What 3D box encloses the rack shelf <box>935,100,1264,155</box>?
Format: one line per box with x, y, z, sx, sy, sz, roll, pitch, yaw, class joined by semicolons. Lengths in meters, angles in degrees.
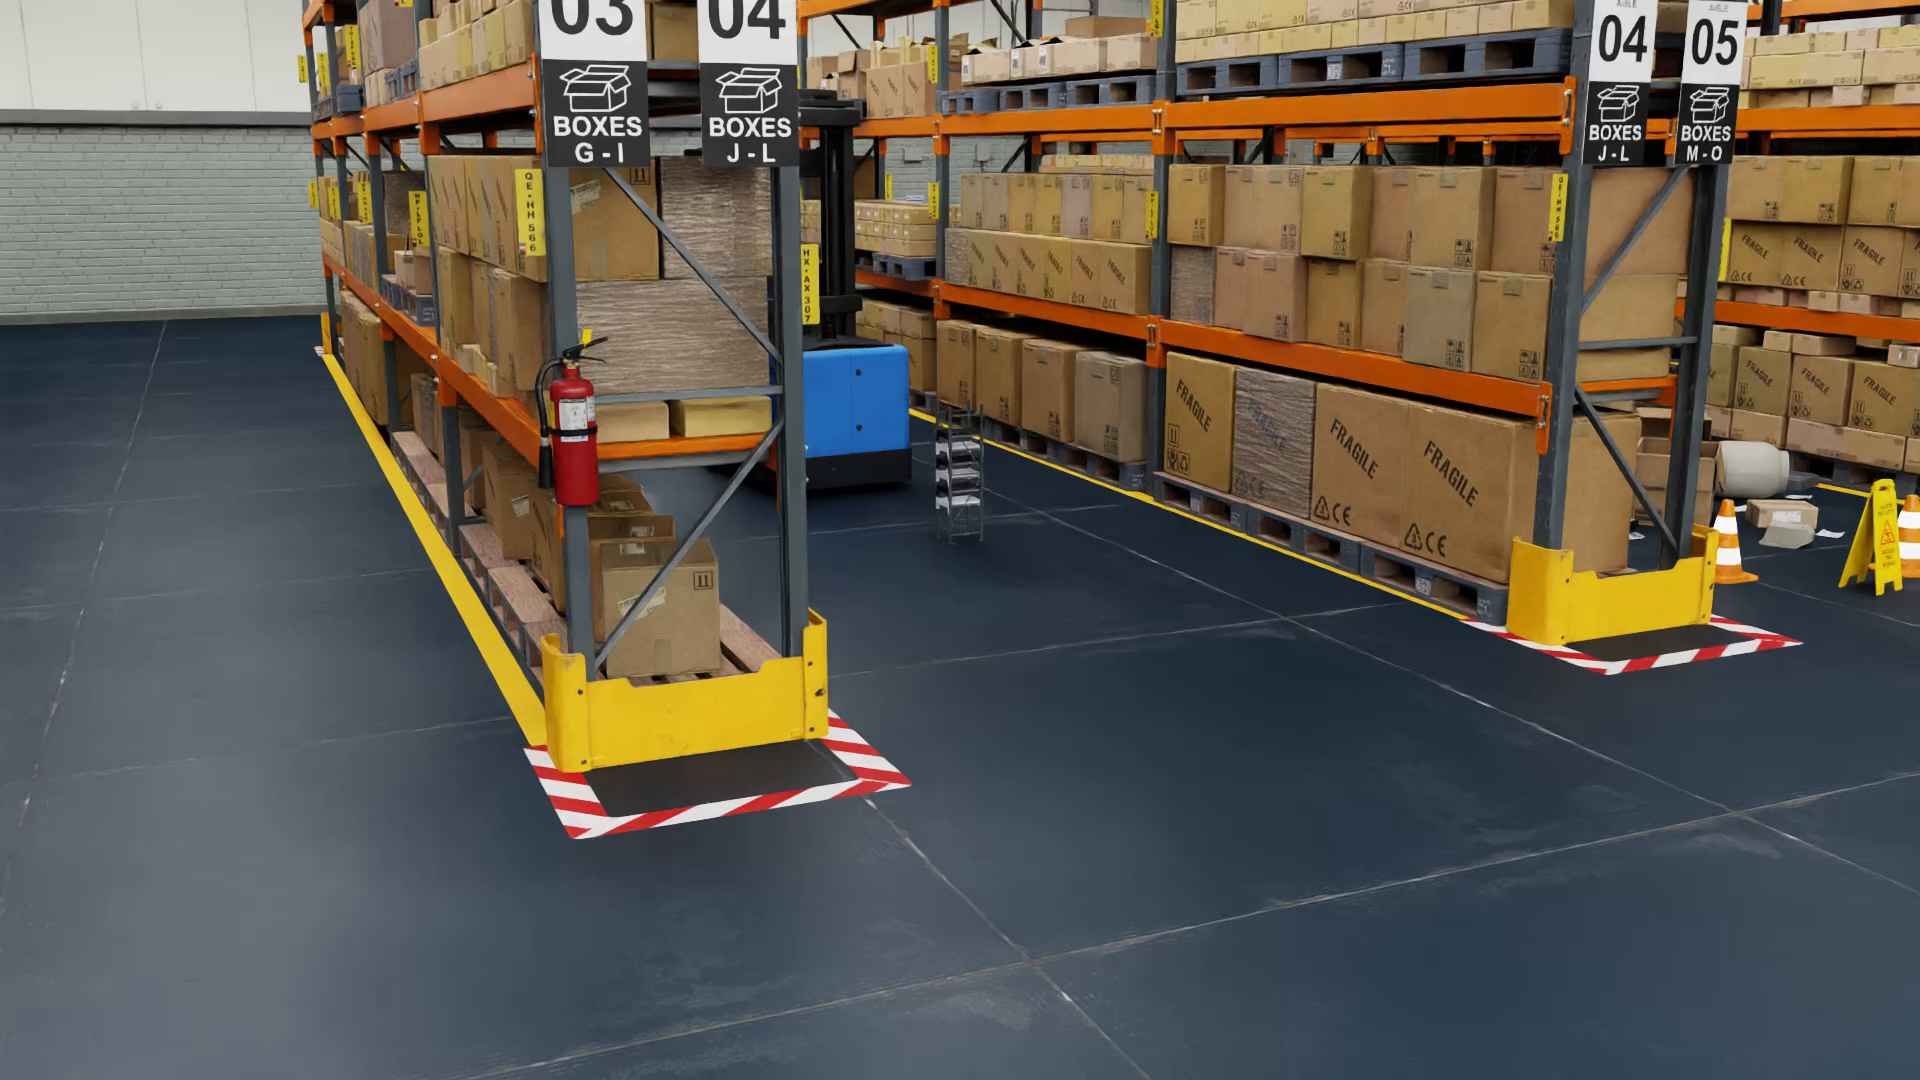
1.056;-3.358;13.671;1.077;0.370;4.000;-6;14;-23;rack shelf

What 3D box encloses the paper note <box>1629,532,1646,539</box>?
4.404;-0.029;10.932;0.144;0.017;0.142;-1;13;-4;paper note

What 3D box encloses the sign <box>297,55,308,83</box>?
-8.045;-5.763;20.353;0.100;0.325;0.005;-6;14;-23;sign

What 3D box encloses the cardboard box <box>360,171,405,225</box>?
-5.404;-3.323;16.130;0.797;0.503;0.637;-5;14;-22;cardboard box

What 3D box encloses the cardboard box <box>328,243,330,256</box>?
-7.177;-3.395;19.445;0.380;0.149;0.250;-6;14;-24;cardboard box

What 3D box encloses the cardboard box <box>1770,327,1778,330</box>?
9.534;-2.495;19.334;0.875;0.625;0.625;-5;14;-21;cardboard box

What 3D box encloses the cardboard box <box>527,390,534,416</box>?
-1.761;-0.650;7.585;0.380;0.149;0.250;-6;14;-23;cardboard box

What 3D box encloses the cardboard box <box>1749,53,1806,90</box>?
6.493;-3.614;12.854;0.500;0.250;0.500;-6;14;-23;cardboard box

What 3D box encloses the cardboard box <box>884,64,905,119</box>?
-0.419;-4.368;16.216;0.500;0.500;0.500;-6;14;-23;cardboard box

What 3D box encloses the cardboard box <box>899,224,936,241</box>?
-0.360;-2.949;15.924;0.380;0.149;0.250;-5;14;-22;cardboard box

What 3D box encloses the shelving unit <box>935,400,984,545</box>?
-0.003;-0.440;10.776;0.258;0.900;0.210;-6;14;-23;shelving unit

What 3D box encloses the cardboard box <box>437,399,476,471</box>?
-3.352;-0.748;12.019;0.700;0.500;0.500;-7;15;-28;cardboard box

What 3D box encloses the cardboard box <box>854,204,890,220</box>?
-0.877;-3.360;17.041;0.380;0.149;0.250;-5;14;-20;cardboard box

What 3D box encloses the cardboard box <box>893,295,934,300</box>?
-0.399;-2.493;17.938;0.500;0.250;0.500;-6;14;-25;cardboard box

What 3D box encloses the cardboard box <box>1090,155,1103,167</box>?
2.017;-5.211;22.854;0.380;0.149;0.250;-6;14;-24;cardboard box

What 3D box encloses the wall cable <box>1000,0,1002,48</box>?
-0.301;-8.921;29.459;2.355;3.000;0.029;-6;14;-23;wall cable

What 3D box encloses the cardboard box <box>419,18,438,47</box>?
-2.880;-2.895;9.521;0.380;0.149;0.250;-6;14;-25;cardboard box

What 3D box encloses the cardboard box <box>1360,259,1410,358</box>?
2.920;-1.392;9.900;0.875;0.550;0.550;-6;14;-23;cardboard box

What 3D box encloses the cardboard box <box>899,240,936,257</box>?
-0.364;-2.803;15.956;0.380;0.149;0.250;-5;14;-22;cardboard box

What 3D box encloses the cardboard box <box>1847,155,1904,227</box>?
6.983;-2.559;12.177;0.700;0.500;0.500;-6;14;-23;cardboard box

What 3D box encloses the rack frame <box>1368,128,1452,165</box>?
4.750;-3.129;17.736;1.000;3.000;0.127;-6;14;-23;rack frame

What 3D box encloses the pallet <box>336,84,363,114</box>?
-4.636;-3.731;14.105;1.213;0.211;1.003;-5;14;-20;pallet

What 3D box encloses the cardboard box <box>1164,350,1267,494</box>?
2.045;-0.868;11.747;0.875;0.875;0.875;-5;14;-22;cardboard box

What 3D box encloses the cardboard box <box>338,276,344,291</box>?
-7.205;-2.931;20.662;0.875;0.875;0.875;-6;14;-23;cardboard box

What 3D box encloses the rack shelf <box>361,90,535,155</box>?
-3.529;-2.931;11.826;1.077;0.370;4.000;-6;14;-23;rack shelf

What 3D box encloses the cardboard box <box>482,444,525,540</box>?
-2.604;-0.308;10.159;0.500;0.500;0.500;-6;14;-25;cardboard box

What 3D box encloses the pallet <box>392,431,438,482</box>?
-4.018;-0.713;13.485;1.003;0.211;1.213;-6;14;-23;pallet

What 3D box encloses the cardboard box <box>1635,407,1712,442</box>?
5.535;-0.741;12.959;0.500;0.500;0.500;4;14;16;cardboard box

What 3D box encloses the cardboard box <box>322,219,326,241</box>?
-7.375;-3.728;19.998;0.500;0.250;0.500;-6;14;-24;cardboard box

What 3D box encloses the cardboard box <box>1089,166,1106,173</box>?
2.104;-4.878;22.853;0.500;0.500;0.500;-6;14;-23;cardboard box

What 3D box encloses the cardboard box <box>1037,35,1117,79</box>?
0.954;-3.848;13.235;0.500;0.311;0.500;-6;14;-25;cardboard box

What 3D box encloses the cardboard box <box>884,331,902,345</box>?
-0.452;-1.867;16.899;0.500;0.500;0.500;-5;14;-21;cardboard box

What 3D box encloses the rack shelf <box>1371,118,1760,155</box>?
5.551;-3.826;15.693;1.077;0.370;4.000;-6;14;-23;rack shelf

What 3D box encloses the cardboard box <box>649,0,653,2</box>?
-1.253;-2.344;7.143;0.380;0.149;0.250;-6;14;-24;cardboard box

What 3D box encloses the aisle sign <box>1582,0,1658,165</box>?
3.213;-2.233;8.099;0.394;0.787;0.004;-6;14;-23;aisle sign

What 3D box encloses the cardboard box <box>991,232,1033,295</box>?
0.596;-2.383;14.293;0.500;0.500;0.500;-6;14;-23;cardboard box

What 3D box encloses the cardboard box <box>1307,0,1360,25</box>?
2.406;-3.182;9.832;0.500;0.250;0.500;-5;14;-22;cardboard box

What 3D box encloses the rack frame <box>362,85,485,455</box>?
-4.330;-2.234;13.868;1.000;3.000;0.127;-6;14;-23;rack frame

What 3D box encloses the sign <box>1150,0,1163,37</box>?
1.364;-3.650;11.491;0.100;0.325;0.005;-6;14;-23;sign

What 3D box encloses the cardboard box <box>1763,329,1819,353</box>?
6.544;-1.565;13.045;0.380;0.149;0.250;-5;14;-21;cardboard box

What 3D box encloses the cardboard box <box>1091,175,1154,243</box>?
1.445;-2.578;12.918;0.700;0.500;0.500;-6;14;-24;cardboard box

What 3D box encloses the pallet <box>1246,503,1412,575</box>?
2.583;-0.059;10.657;1.003;0.211;1.213;-6;14;-23;pallet

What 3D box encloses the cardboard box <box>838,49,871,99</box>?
-0.849;-4.872;17.457;0.797;0.503;0.637;-6;14;-24;cardboard box

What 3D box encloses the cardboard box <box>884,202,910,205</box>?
-0.597;-3.580;17.990;0.380;0.149;0.250;-6;14;-25;cardboard box

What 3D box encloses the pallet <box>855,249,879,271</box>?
-0.575;-2.973;17.486;1.003;0.211;1.213;-6;14;-23;pallet

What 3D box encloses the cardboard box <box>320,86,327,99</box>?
-7.162;-5.420;19.609;0.700;0.500;0.500;-6;14;-25;cardboard box

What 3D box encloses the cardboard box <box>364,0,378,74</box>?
-4.177;-3.762;12.488;0.500;0.500;0.500;-6;14;-23;cardboard box

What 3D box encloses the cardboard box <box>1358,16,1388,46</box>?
2.508;-2.901;9.503;0.380;0.149;0.250;-6;14;-23;cardboard box

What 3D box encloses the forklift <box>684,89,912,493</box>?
-1.506;-2.059;13.267;1.130;2.935;3.031;-7;15;-27;forklift

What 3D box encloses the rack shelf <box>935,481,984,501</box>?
-0.003;-0.320;10.803;0.258;0.077;0.200;-6;14;-23;rack shelf

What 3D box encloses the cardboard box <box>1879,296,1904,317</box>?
7.015;-1.729;12.245;0.380;0.149;0.250;-6;14;-23;cardboard box

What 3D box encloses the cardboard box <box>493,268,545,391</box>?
-1.631;-0.983;7.583;0.875;0.500;0.500;-6;14;-23;cardboard box

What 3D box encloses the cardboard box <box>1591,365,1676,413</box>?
6.140;-1.335;14.881;0.950;0.372;0.625;-5;14;-22;cardboard box

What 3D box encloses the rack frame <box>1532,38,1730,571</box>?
3.460;-1.008;8.572;1.000;3.000;0.127;-6;14;-23;rack frame

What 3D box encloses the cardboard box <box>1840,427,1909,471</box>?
6.970;-0.699;12.404;0.500;0.250;0.500;-6;14;-25;cardboard box
